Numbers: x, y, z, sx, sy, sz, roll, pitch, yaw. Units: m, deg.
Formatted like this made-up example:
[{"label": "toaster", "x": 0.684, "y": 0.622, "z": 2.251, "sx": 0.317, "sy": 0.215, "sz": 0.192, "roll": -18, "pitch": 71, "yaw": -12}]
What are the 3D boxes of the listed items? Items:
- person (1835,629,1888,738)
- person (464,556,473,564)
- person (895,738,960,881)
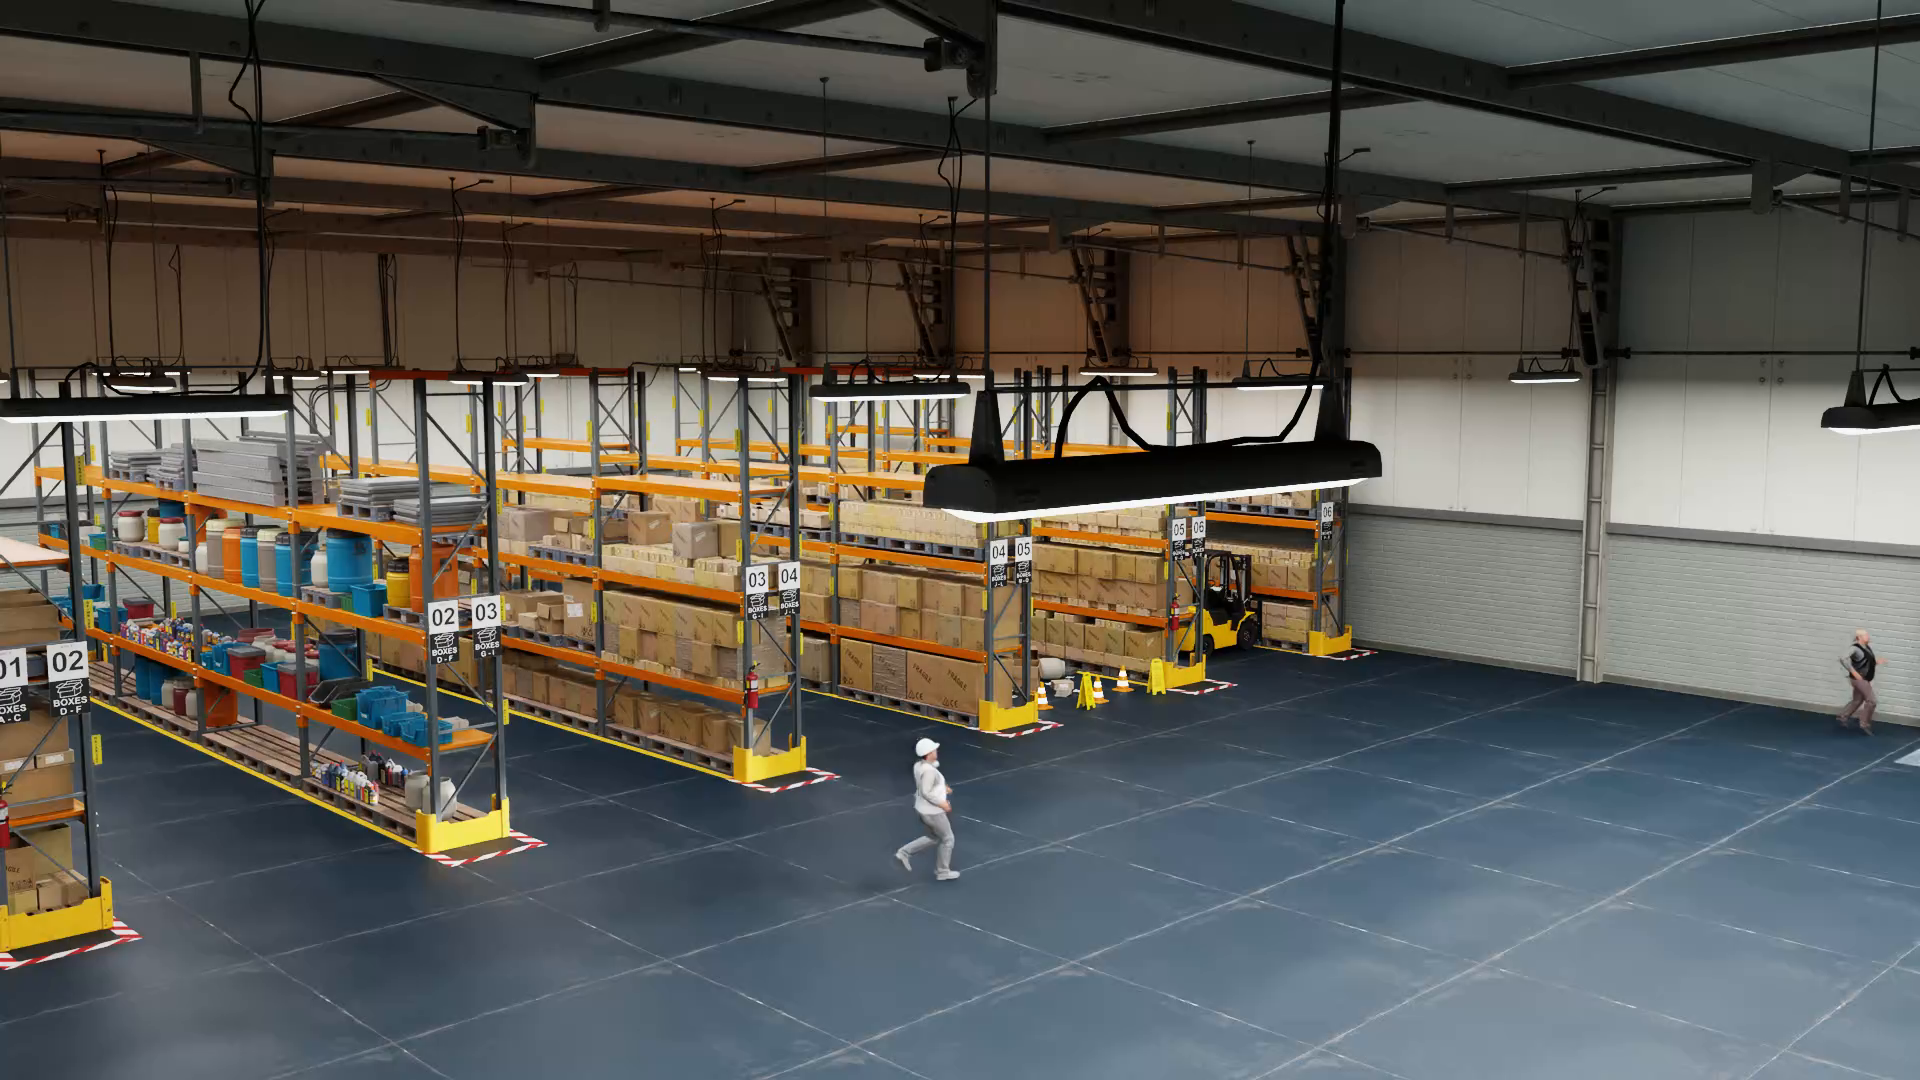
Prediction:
[{"label": "person", "x": 14.955, "y": 2.367, "z": 27.602, "sx": 0.731, "sy": 1.780, "sz": 0.639, "roll": 6, "pitch": 9, "yaw": 41}, {"label": "person", "x": -11.584, "y": 1.025, "z": 39.454, "sx": 0.722, "sy": 1.736, "sz": 0.557, "roll": 3, "pitch": 7, "yaw": 22}, {"label": "person", "x": -0.377, "y": 3.230, "z": 19.896, "sx": 0.779, "sy": 1.736, "sz": 0.667, "roll": -2, "pitch": 7, "yaw": -17}]
